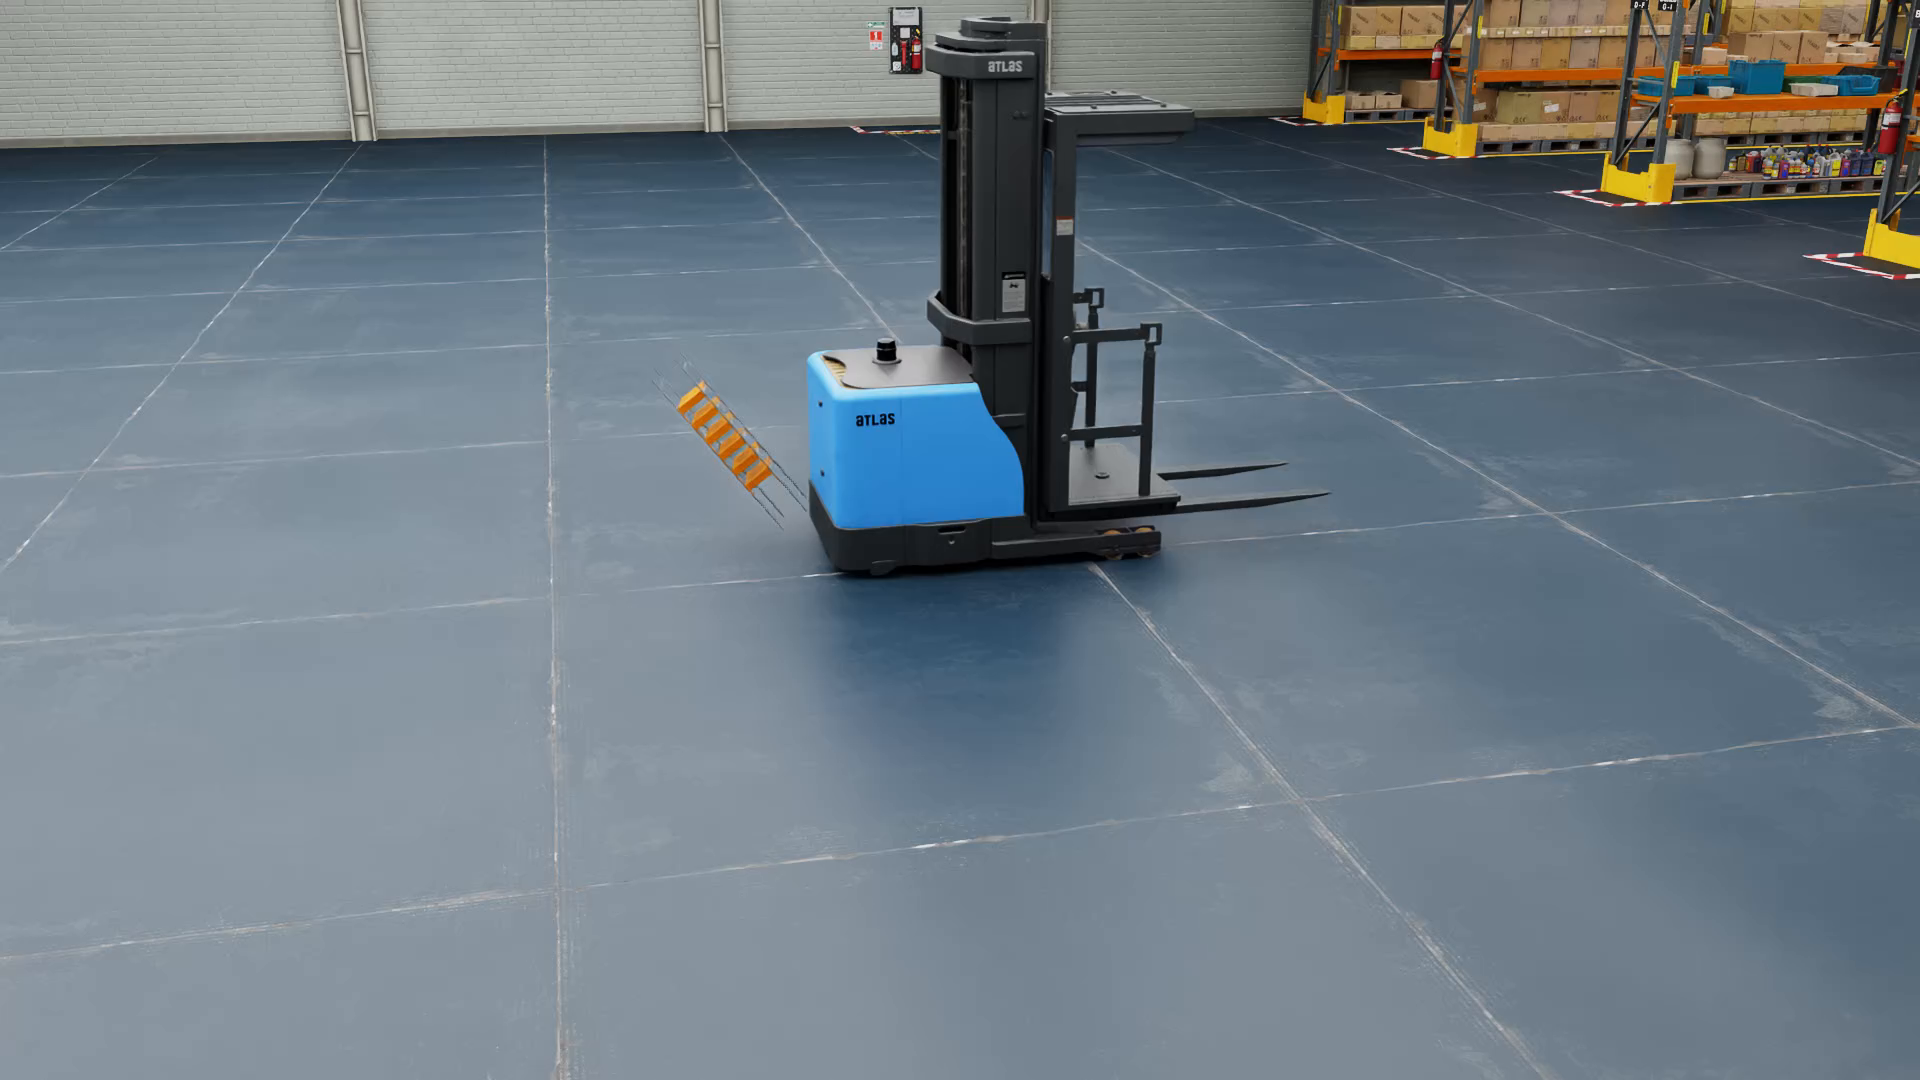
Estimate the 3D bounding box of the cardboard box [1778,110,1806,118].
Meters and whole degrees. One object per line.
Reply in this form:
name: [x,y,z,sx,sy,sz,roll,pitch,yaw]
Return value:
cardboard box: [13.802,-7.267,27.864,0.500,0.311,0.500,-4,21,-11]

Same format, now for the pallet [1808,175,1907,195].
pallet: [12.320,-5.019,23.210,1.213,0.211,1.003,-5,21,-12]

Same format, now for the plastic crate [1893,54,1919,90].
plastic crate: [13.384,-6.539,23.211,0.583,0.464,0.402,-5,21,-12]

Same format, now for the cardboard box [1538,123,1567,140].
cardboard box: [9.499,-6.664,27.033,0.500,0.250,0.500,-5,21,-12]

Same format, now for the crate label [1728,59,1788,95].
crate label: [10.819,-6.304,22.612,0.616,0.435,0.502,-5,21,-12]

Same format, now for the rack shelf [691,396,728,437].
rack shelf: [-1.479,-0.734,9.815,0.180,0.103,0.258,-37,18,9]

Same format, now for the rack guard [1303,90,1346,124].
rack guard: [6.884,-8.200,31.473,0.348,0.500,1.175,-5,21,-12]

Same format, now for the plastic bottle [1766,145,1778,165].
plastic bottle: [11.323,-5.342,23.250,0.185,0.351,0.144,-4,20,-10]

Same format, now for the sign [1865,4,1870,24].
sign: [15.605,-9.030,28.537,0.005,0.325,0.100,-5,21,-12]

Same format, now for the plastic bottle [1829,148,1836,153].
plastic bottle: [12.263,-5.382,23.467,0.135,0.276,0.152,-4,20,-11]

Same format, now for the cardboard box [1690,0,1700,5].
cardboard box: [14.267,-10.522,32.449,0.250,0.149,0.380,-7,21,-20]

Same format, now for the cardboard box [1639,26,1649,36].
cardboard box: [10.881,-8.223,26.813,0.250,0.149,0.380,-5,21,-13]

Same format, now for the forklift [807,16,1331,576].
forklift: [0.670,-1.434,9.468,3.031,2.935,1.130,-5,21,-13]

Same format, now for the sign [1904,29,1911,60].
sign: [10.122,-5.273,17.706,0.005,0.325,0.100,-5,21,-12]

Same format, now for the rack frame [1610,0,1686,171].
rack frame: [9.090,-6.051,21.973,0.127,3.000,1.000,-5,21,-12]

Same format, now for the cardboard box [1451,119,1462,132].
cardboard box: [8.408,-6.757,27.287,0.500,0.250,0.500,-5,21,-12]

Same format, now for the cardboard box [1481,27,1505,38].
cardboard box: [8.385,-8.020,26.260,0.250,0.149,0.380,-5,21,-13]

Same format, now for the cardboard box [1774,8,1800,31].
cardboard box: [16.122,-10.227,32.765,0.500,0.500,0.500,-5,21,-13]

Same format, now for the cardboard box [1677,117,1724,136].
cardboard box: [12.296,-6.881,27.626,0.500,0.250,0.500,-5,21,-14]

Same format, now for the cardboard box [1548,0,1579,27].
cardboard box: [9.464,-8.486,26.589,0.500,0.500,0.700,-5,21,-12]

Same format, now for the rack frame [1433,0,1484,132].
rack frame: [7.954,-7.710,26.501,0.127,3.000,1.000,-5,21,-12]

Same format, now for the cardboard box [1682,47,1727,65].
cardboard box: [12.316,-8.010,27.537,0.500,0.250,0.500,-3,20,-9]

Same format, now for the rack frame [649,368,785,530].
rack frame: [-1.432,-0.537,9.890,0.006,1.200,0.240,-37,18,9]

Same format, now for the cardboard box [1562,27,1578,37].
cardboard box: [9.638,-8.123,26.540,0.250,0.149,0.380,-5,21,-13]

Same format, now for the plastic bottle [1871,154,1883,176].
plastic bottle: [12.590,-5.151,22.824,0.133,0.283,0.061,-4,20,-10]

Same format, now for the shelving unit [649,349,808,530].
shelving unit: [-1.360,-0.591,9.875,0.189,1.200,0.258,-37,18,9]

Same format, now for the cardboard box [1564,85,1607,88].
cardboard box: [10.350,-7.273,27.606,0.500,0.500,0.500,-5,21,-12]

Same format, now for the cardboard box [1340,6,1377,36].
cardboard box: [7.344,-9.596,30.748,0.500,0.500,0.500,-5,21,-12]

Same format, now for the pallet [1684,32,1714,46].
pallet: [13.927,-9.819,32.537,1.003,0.211,1.213,-5,21,-12]

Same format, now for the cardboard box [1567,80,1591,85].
cardboard box: [11.907,-8.839,32.577,0.500,0.500,0.700,-5,21,-14]

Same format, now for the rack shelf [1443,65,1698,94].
rack shelf: [9.900,-7.530,27.056,4.000,0.370,1.077,-5,21,-12]

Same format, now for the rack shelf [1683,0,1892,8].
rack shelf: [11.036,-7.280,22.013,4.000,0.370,1.077,-5,21,-12]

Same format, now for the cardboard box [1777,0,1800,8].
cardboard box: [16.105,-10.582,32.645,0.500,0.250,0.500,-5,21,-12]

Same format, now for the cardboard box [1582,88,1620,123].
cardboard box: [10.471,-7.098,27.128,0.500,0.500,0.500,-5,21,-12]

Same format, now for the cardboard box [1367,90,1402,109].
cardboard box: [8.059,-8.381,31.604,0.500,0.311,0.500,-3,20,-8]

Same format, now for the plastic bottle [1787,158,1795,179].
plastic bottle: [11.260,-5.043,22.548,0.097,0.271,0.097,0,20,0]

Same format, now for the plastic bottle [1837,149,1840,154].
plastic bottle: [12.289,-5.350,23.369,0.133,0.283,0.061,-5,21,-12]

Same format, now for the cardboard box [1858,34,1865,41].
cardboard box: [17.984,-10.059,33.251,0.250,0.149,0.380,-4,21,-11]

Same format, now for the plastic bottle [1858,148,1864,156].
plastic bottle: [12.389,-5.232,22.947,0.185,0.351,0.144,-5,21,-12]

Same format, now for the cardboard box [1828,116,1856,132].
cardboard box: [14.783,-7.084,28.179,0.500,0.250,0.500,-5,21,-13]

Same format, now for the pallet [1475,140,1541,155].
pallet: [8.688,-6.475,27.184,1.213,0.211,1.003,-5,21,-12]

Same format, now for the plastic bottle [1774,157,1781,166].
plastic bottle: [11.394,-5.235,23.174,0.097,0.201,0.097,0,20,0]

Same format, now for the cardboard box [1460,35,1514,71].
cardboard box: [8.411,-7.789,26.573,0.500,0.500,0.700,-5,21,-12]

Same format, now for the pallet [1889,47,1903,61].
pallet: [16.383,-8.330,28.473,1.003,0.211,1.213,-5,21,-12]

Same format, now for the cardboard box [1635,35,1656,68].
cardboard box: [10.904,-7.992,27.126,0.500,0.500,0.700,-5,21,-13]

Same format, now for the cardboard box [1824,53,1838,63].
cardboard box: [14.511,-8.105,27.945,0.250,0.149,0.380,-3,20,-8]

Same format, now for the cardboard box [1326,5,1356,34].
cardboard box: [7.220,-9.767,31.216,0.500,0.500,0.500,-5,21,-13]

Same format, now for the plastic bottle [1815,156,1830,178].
plastic bottle: [11.762,-5.096,22.685,0.135,0.276,0.152,-4,21,-11]

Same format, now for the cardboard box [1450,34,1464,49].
cardboard box: [9.339,-9.403,31.311,0.500,0.250,0.500,-5,21,-13]

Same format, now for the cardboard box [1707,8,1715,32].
cardboard box: [14.995,-10.322,33.026,0.500,0.500,0.500,-5,21,-12]

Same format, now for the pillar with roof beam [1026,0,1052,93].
pillar with roof beam: [2.444,-10.614,25.706,0.400,9.000,9.100,-5,21,-12]
